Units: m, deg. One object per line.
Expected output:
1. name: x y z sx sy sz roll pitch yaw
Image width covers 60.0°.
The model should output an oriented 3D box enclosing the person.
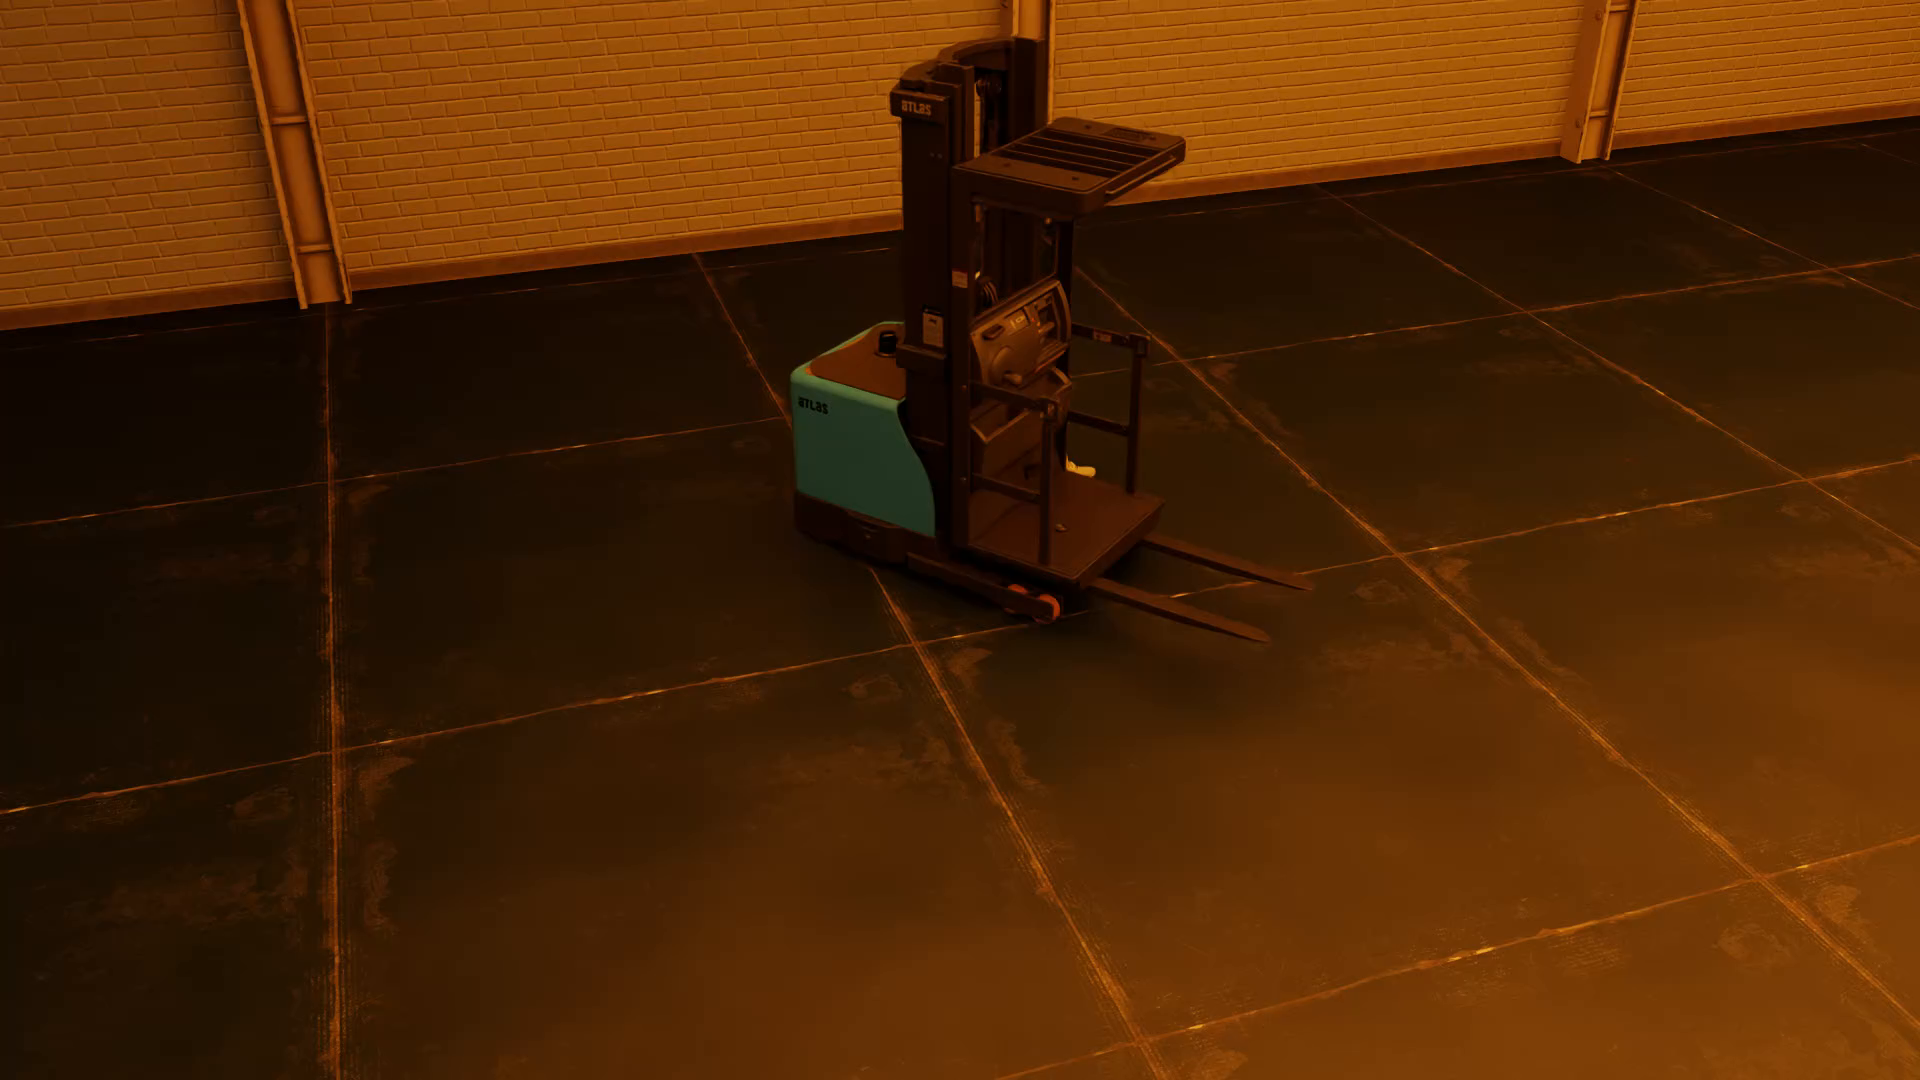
1. person: 0.429 -1.115 10.276 0.764 1.690 0.760 -22 37 -33

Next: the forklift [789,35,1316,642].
1. forklift: 0.511 -1.104 9.005 3.031 2.935 1.130 18 35 29
